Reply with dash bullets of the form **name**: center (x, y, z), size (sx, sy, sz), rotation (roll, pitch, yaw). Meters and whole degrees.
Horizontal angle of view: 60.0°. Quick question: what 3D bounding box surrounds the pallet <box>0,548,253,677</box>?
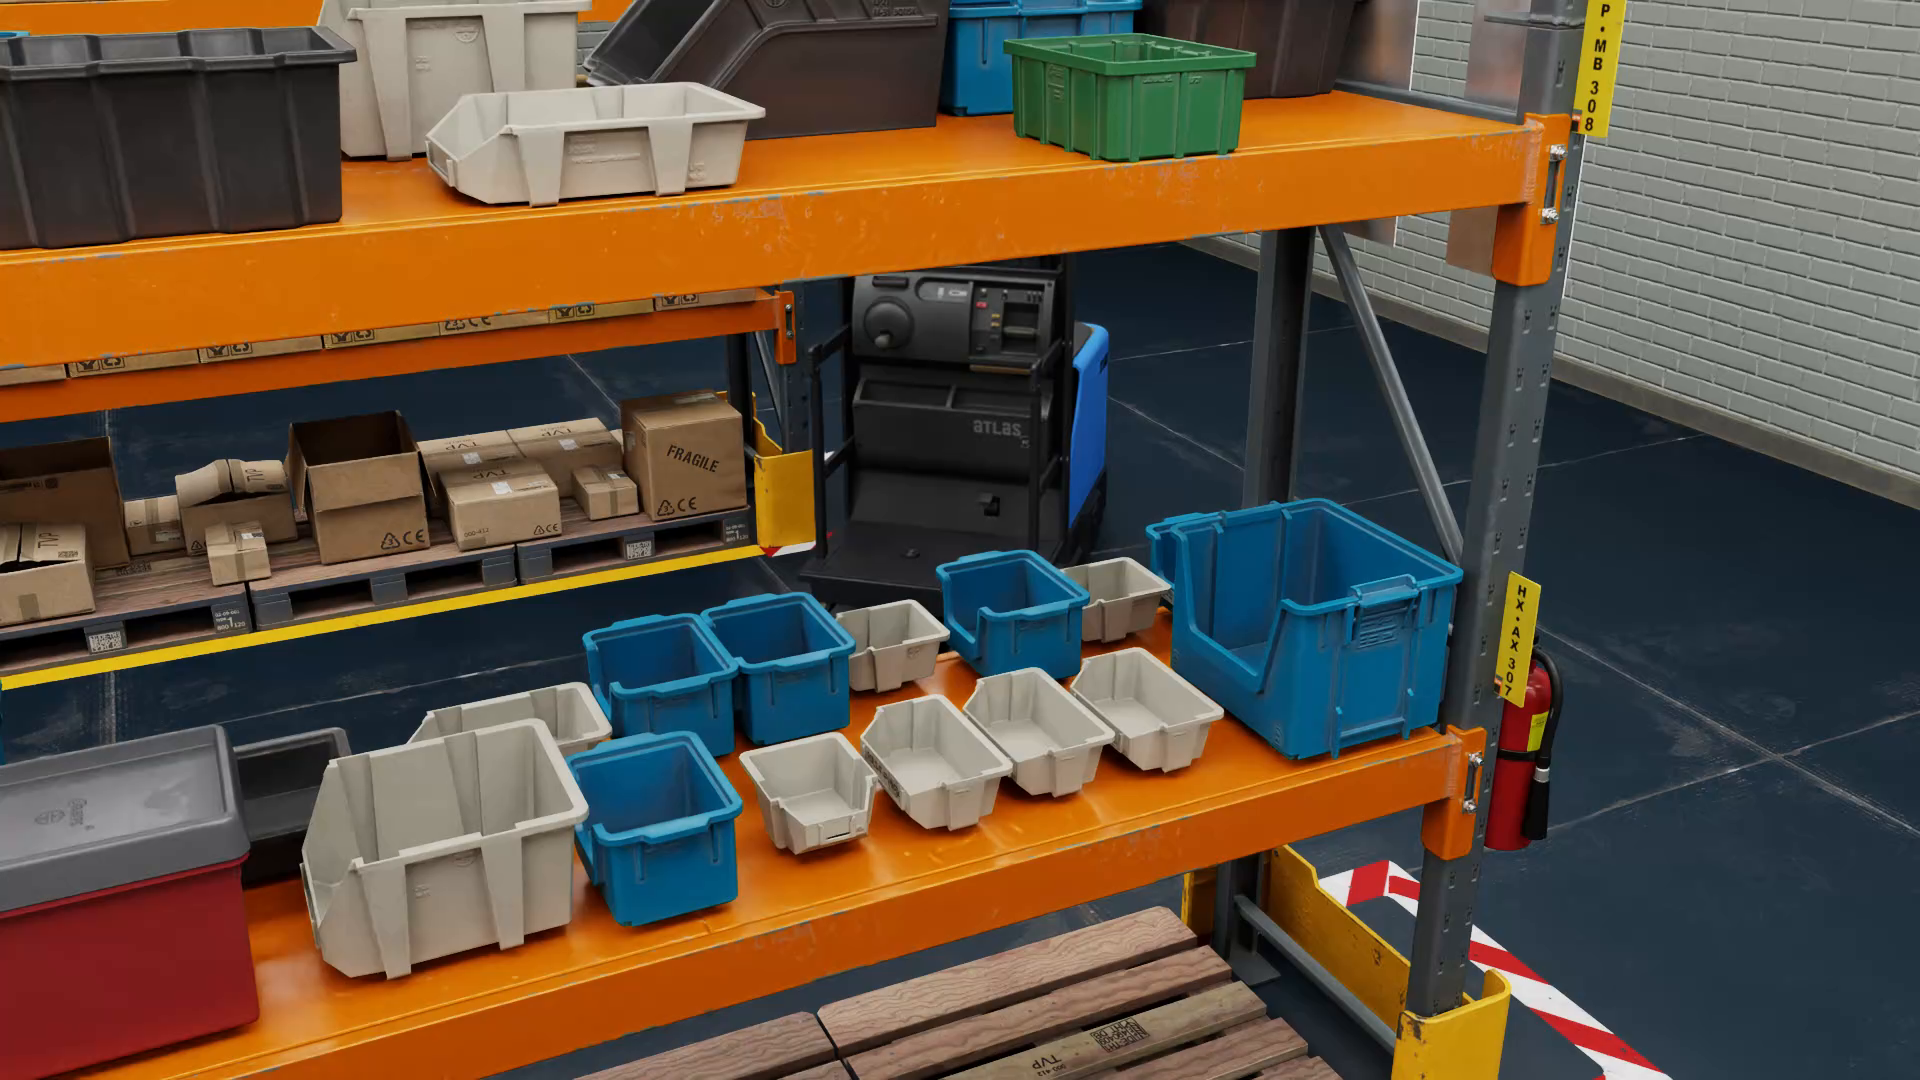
- **pallet**: center (-4.034, 0.262, 7.842), size (1.213, 0.211, 1.003), rotation (-10, 25, -24)

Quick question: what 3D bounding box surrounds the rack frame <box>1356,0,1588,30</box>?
- **rack frame**: center (1.095, -2.641, 3.365), size (0.127, 3.000, 1.000), rotation (-10, 25, -24)

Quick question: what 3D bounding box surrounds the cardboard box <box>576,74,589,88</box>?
- **cardboard box**: center (-2.031, -2.013, 8.253), size (0.500, 0.500, 0.500), rotation (-10, 25, -23)

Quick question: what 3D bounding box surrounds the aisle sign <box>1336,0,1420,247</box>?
- **aisle sign**: center (1.031, -1.185, 4.291), size (0.004, 0.787, 0.394), rotation (-10, 25, -24)

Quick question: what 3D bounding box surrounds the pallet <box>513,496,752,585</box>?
- **pallet**: center (-1.836, -0.143, 8.820), size (1.213, 0.211, 1.003), rotation (-10, 25, -24)

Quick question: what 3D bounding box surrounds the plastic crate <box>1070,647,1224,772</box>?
- **plastic crate**: center (0.439, 0.423, 4.074), size (0.243, 0.136, 0.396), rotation (-10, 25, -24)

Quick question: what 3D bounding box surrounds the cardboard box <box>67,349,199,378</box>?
- **cardboard box**: center (-3.616, -1.036, 7.201), size (0.500, 0.500, 0.500), rotation (-10, 24, -23)

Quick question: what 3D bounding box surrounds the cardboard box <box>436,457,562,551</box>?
- **cardboard box**: center (-2.302, -0.187, 8.301), size (0.500, 0.250, 0.500), rotation (-10, 25, -24)

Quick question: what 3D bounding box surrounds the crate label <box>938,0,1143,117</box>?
- **crate label**: center (0.124, -1.145, 3.866), size (0.502, 0.251, 0.408), rotation (-10, 25, -24)

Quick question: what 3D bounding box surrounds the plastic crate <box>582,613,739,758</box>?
- **plastic crate**: center (-0.727, 0.376, 4.060), size (0.300, 0.233, 0.416), rotation (-10, 25, -24)

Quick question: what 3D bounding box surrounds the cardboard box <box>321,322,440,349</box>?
- **cardboard box**: center (-2.707, -1.203, 7.604), size (0.500, 0.500, 0.500), rotation (-11, 25, -24)

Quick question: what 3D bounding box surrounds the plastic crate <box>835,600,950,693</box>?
- **plastic crate**: center (-0.206, 0.290, 4.395), size (0.298, 0.136, 0.250), rotation (-10, 25, -24)

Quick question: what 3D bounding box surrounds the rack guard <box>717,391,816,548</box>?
- **rack guard**: center (-1.118, -0.409, 9.085), size (0.348, 0.500, 1.175), rotation (-10, 25, -24)

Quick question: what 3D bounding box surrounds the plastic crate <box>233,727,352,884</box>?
- **plastic crate**: center (-1.617, 0.615, 3.623), size (0.590, 0.125, 0.437), rotation (-10, 25, -24)

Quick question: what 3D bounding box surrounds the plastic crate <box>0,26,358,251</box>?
- **plastic crate**: center (-1.271, -0.643, 2.630), size (0.590, 0.269, 0.497), rotation (-10, 25, -24)

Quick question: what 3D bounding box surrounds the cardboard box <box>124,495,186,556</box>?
- **cardboard box**: center (-3.951, -0.075, 8.160), size (0.250, 0.149, 0.380), rotation (-10, 25, -24)

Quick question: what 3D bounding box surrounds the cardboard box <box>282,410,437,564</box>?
- **cardboard box**: center (-2.963, -0.277, 8.185), size (0.637, 0.503, 0.797), rotation (-10, 25, -24)

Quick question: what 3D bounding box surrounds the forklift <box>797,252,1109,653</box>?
- **forklift**: center (-0.087, -0.993, 7.317), size (1.130, 2.935, 3.031), rotation (6, 23, 14)

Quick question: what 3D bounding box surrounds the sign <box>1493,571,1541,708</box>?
- **sign**: center (1.349, 0.242, 4.029), size (0.005, 0.325, 0.100), rotation (-10, 25, -24)

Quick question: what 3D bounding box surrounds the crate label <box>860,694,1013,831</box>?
- **crate label**: center (-0.069, 0.520, 3.837), size (0.243, 0.136, 0.396), rotation (-10, 25, -24)

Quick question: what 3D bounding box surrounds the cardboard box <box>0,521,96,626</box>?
- **cardboard box**: center (-4.182, 0.131, 7.453), size (0.500, 0.311, 0.500), rotation (-10, 25, -24)

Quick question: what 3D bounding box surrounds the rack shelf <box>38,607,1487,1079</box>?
- **rack shelf**: center (-0.707, 0.795, 3.848), size (4.000, 0.370, 1.077), rotation (-10, 25, -24)

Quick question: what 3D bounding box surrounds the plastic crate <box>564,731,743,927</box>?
- **plastic crate**: center (-0.644, 0.609, 3.496), size (0.300, 0.233, 0.416), rotation (-10, 25, -24)

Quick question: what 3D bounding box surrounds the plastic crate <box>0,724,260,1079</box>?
- **plastic crate**: center (-1.596, 0.675, 3.034), size (0.583, 0.464, 0.402), rotation (-10, 25, -24)

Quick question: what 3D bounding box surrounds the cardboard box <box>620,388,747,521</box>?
- **cardboard box**: center (-1.433, -0.450, 8.608), size (0.500, 0.500, 0.500), rotation (-10, 25, -24)

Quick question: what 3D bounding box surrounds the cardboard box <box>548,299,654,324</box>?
- **cardboard box**: center (-1.801, -1.368, 8.001), size (0.500, 0.500, 0.500), rotation (-10, 25, -23)

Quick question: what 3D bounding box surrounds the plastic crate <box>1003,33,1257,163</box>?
- **plastic crate**: center (0.331, -0.895, 3.346), size (0.336, 0.188, 0.450), rotation (-10, 25, -24)

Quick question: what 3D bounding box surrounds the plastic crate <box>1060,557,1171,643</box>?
- **plastic crate**: center (0.405, 0.177, 4.667), size (0.298, 0.136, 0.250), rotation (-10, 25, -24)

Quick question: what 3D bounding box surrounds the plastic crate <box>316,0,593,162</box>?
- **plastic crate**: center (-1.035, -0.939, 3.330), size (0.530, 0.282, 0.437), rotation (-10, 25, -24)

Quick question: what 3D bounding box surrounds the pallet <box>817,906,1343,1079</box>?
- **pallet**: center (0.335, 1.543, 4.747), size (1.213, 0.211, 1.003), rotation (-10, 25, -24)

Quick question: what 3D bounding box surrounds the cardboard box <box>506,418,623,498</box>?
- **cardboard box**: center (-2.113, -0.434, 8.897), size (0.500, 0.250, 0.500), rotation (-10, 25, -24)

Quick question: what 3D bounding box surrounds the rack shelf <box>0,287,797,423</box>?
- **rack shelf**: center (-2.852, -0.913, 7.974), size (4.000, 0.370, 1.077), rotation (-10, 25, -24)

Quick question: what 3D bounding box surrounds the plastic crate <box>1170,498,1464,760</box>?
- **plastic crate**: center (0.875, 0.207, 4.204), size (0.499, 0.435, 0.616), rotation (-10, 25, -24)
